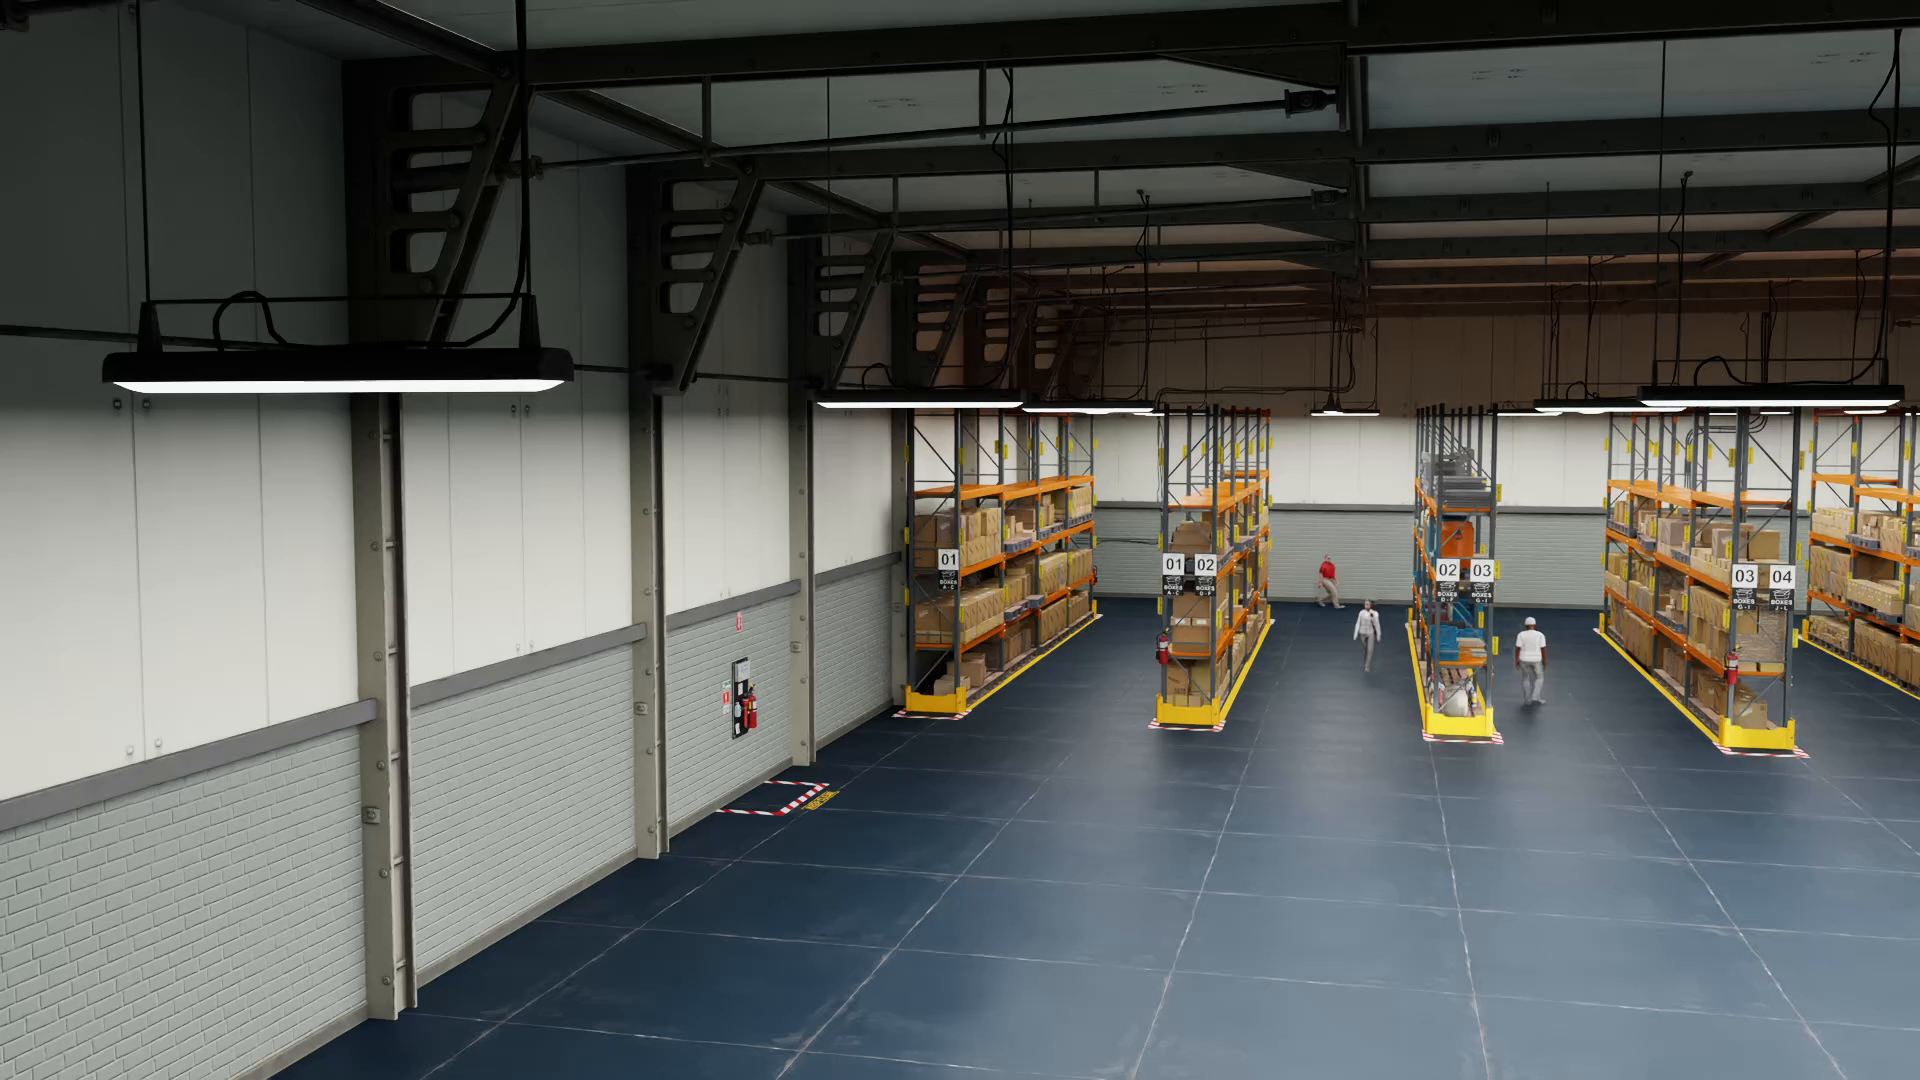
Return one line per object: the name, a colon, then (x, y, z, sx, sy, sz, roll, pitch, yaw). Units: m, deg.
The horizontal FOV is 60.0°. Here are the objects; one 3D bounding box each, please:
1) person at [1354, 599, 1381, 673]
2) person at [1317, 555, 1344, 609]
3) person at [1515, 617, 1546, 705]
person: (9.212, 2.139, 37.698, 0.540, 1.623, 0.951, 3, 5, 32)
person: (11.190, 1.247, 50.327, 0.528, 1.612, 1.075, -4, 6, -42)
person: (11.415, 2.427, 33.262, 0.595, 1.767, 0.547, 1, 4, 20)
